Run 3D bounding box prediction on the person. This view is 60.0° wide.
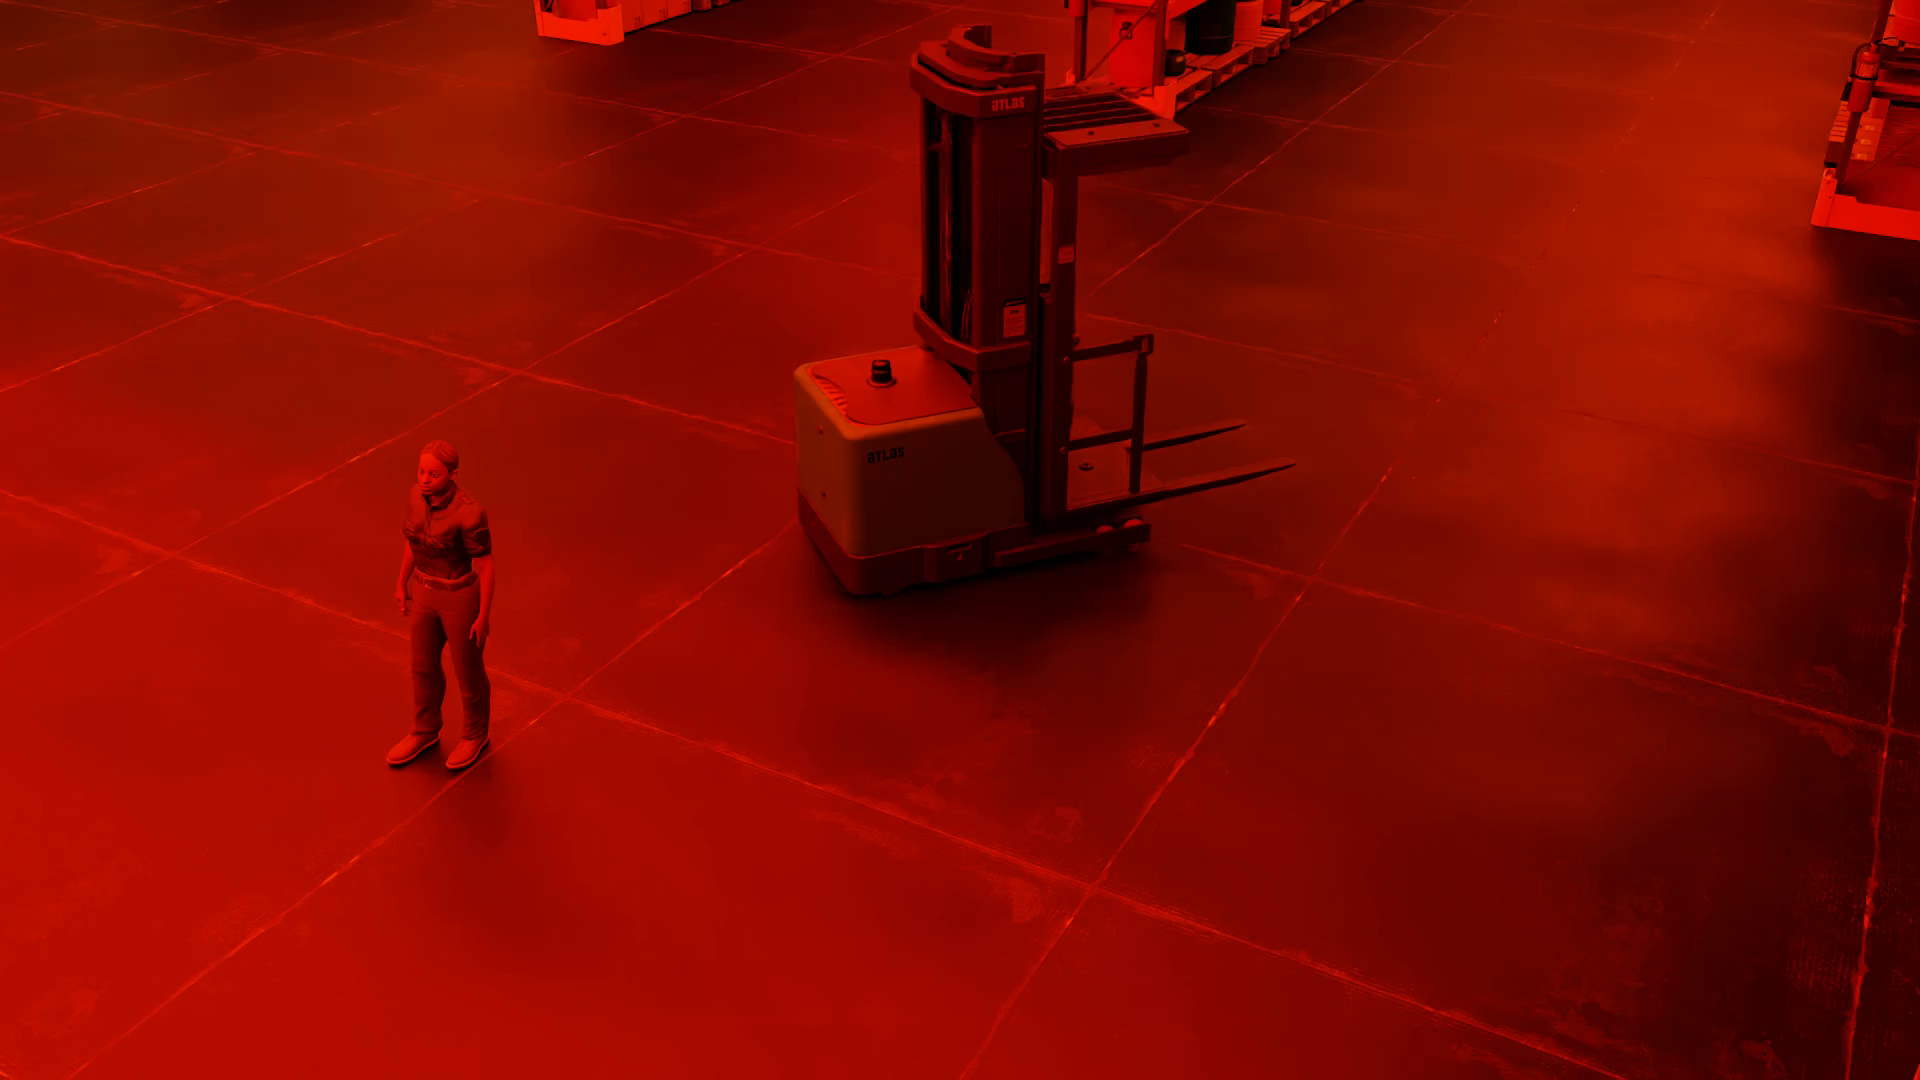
[{"bbox_3d":[-2.452,0.325,7.769,0.569,1.656,0.503,15,33,24],"label":"person"}]

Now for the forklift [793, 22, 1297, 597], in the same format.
[{"bbox_3d":[0.587,-1.418,9.528,3.031,2.935,1.130,-12,32,-20],"label":"forklift"}]
